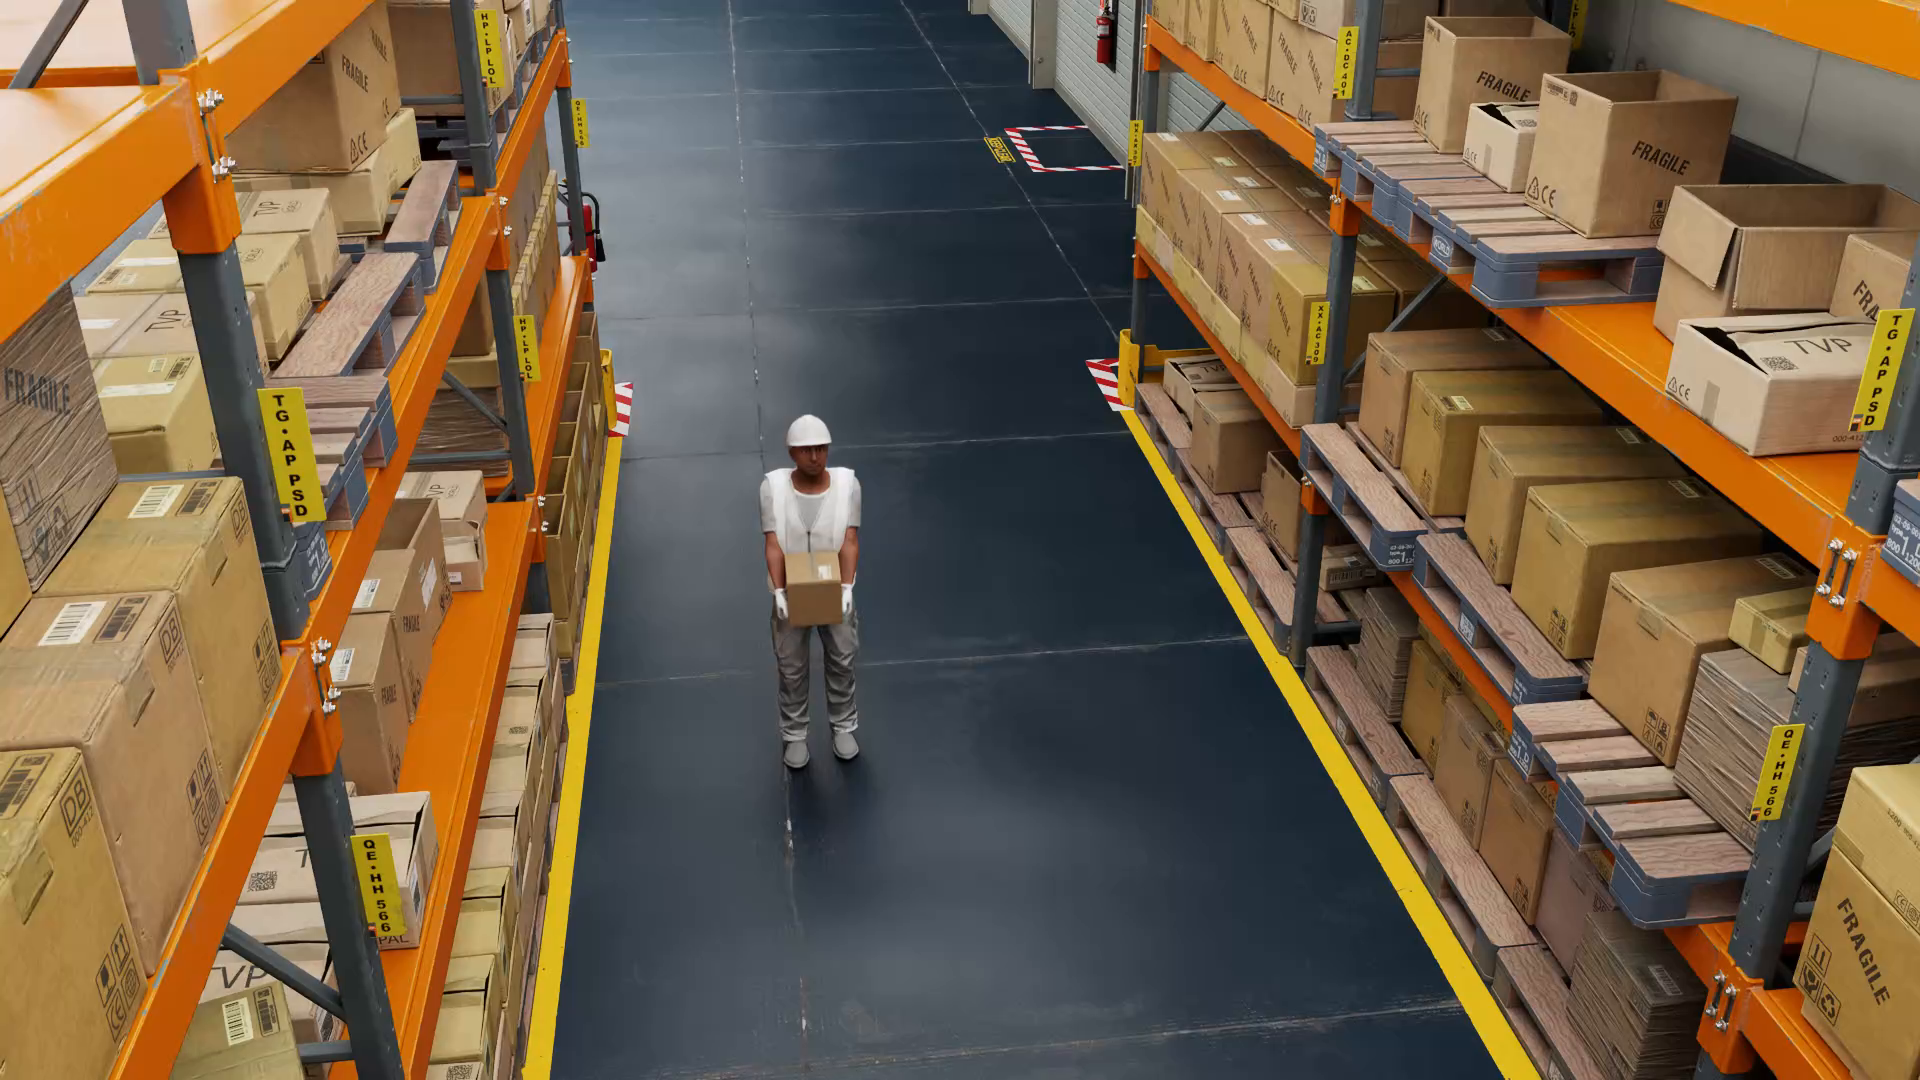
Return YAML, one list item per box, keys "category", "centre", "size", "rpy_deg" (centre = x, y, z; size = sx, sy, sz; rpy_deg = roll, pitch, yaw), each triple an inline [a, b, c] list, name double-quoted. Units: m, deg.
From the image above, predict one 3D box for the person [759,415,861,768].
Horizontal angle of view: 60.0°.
- category: "person"
  centre: [-0.697, 0.290, 8.030]
  size: [0.487, 1.778, 0.584]
  rpy_deg: [-4, 27, -7]
